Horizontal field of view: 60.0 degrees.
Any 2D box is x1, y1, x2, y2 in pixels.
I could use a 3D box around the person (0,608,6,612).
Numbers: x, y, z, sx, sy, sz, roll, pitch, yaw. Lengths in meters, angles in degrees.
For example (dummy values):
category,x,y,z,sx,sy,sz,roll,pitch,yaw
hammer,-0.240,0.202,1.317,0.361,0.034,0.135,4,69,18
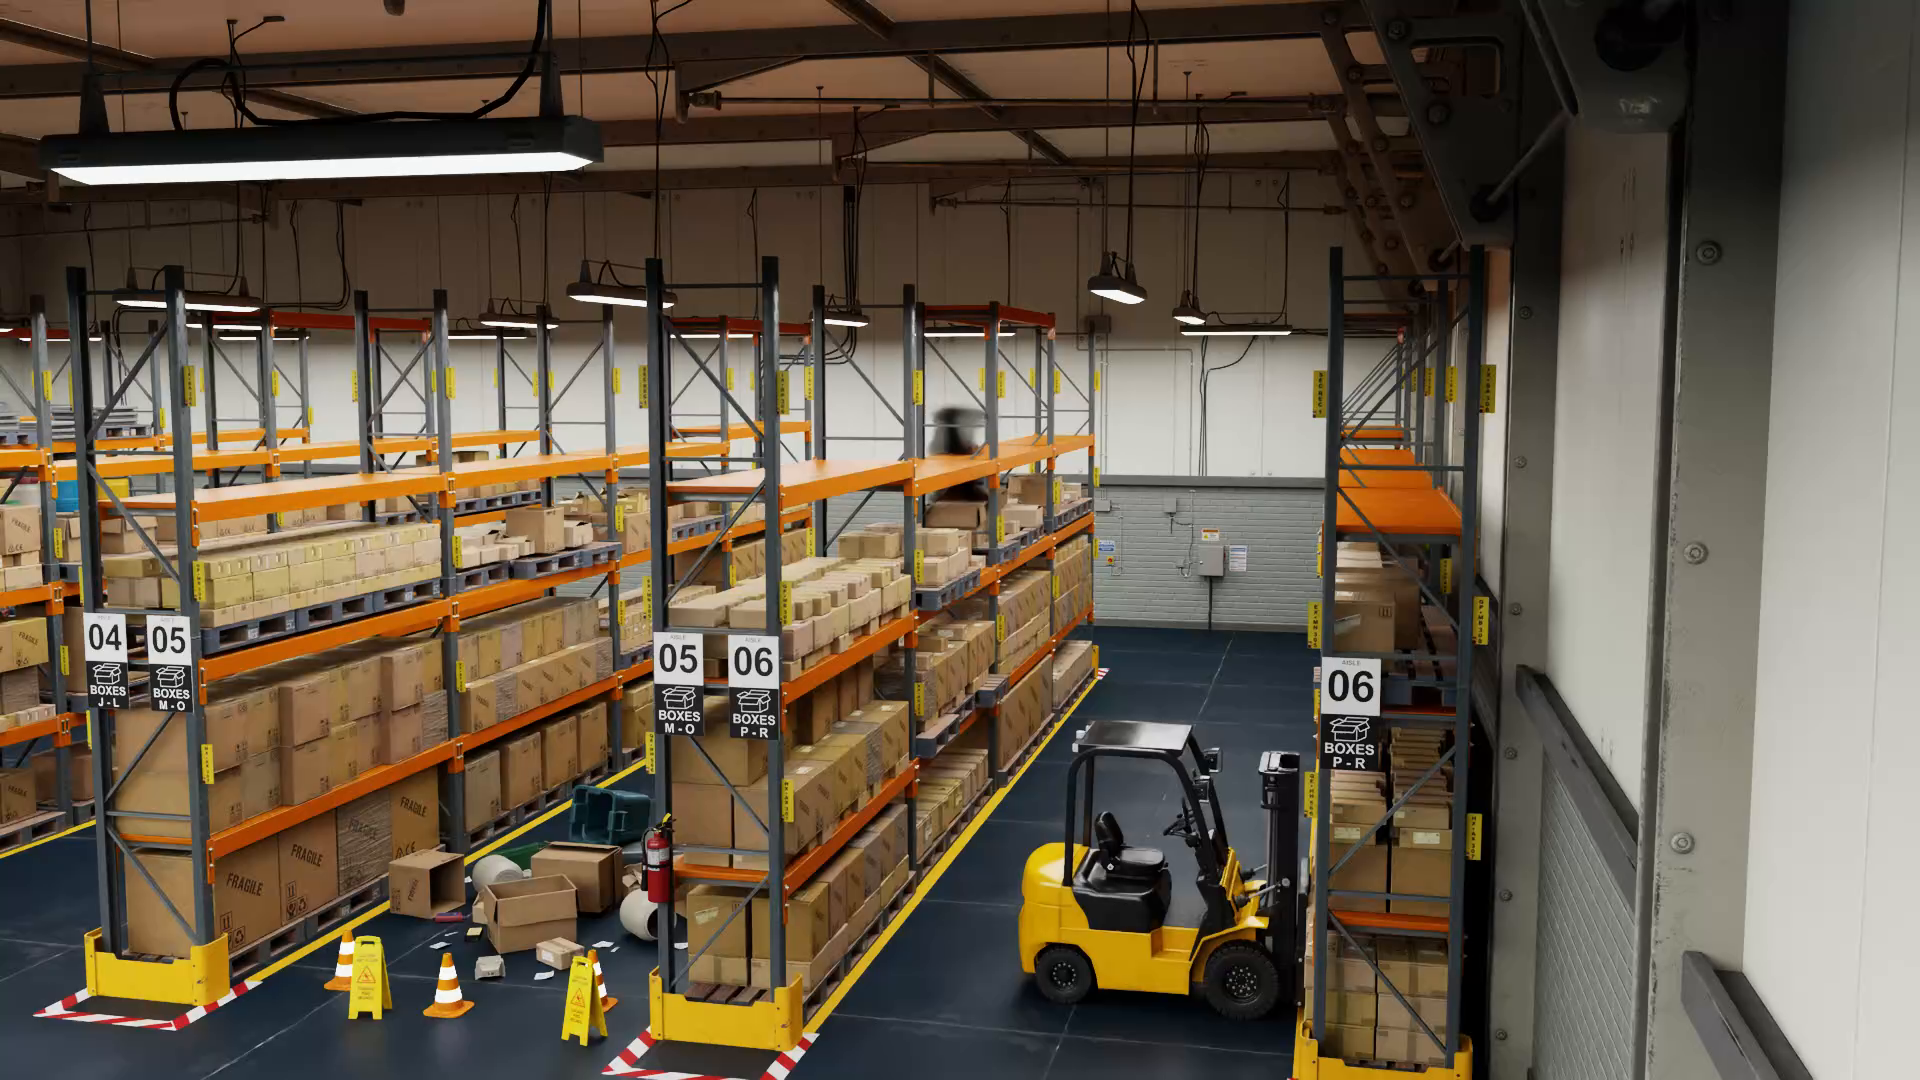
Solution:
category,x,y,z,sx,sy,sz,roll,pitch,yaw
person,-15.368,1.672,26.760,0.744,1.578,0.847,0,6,3
